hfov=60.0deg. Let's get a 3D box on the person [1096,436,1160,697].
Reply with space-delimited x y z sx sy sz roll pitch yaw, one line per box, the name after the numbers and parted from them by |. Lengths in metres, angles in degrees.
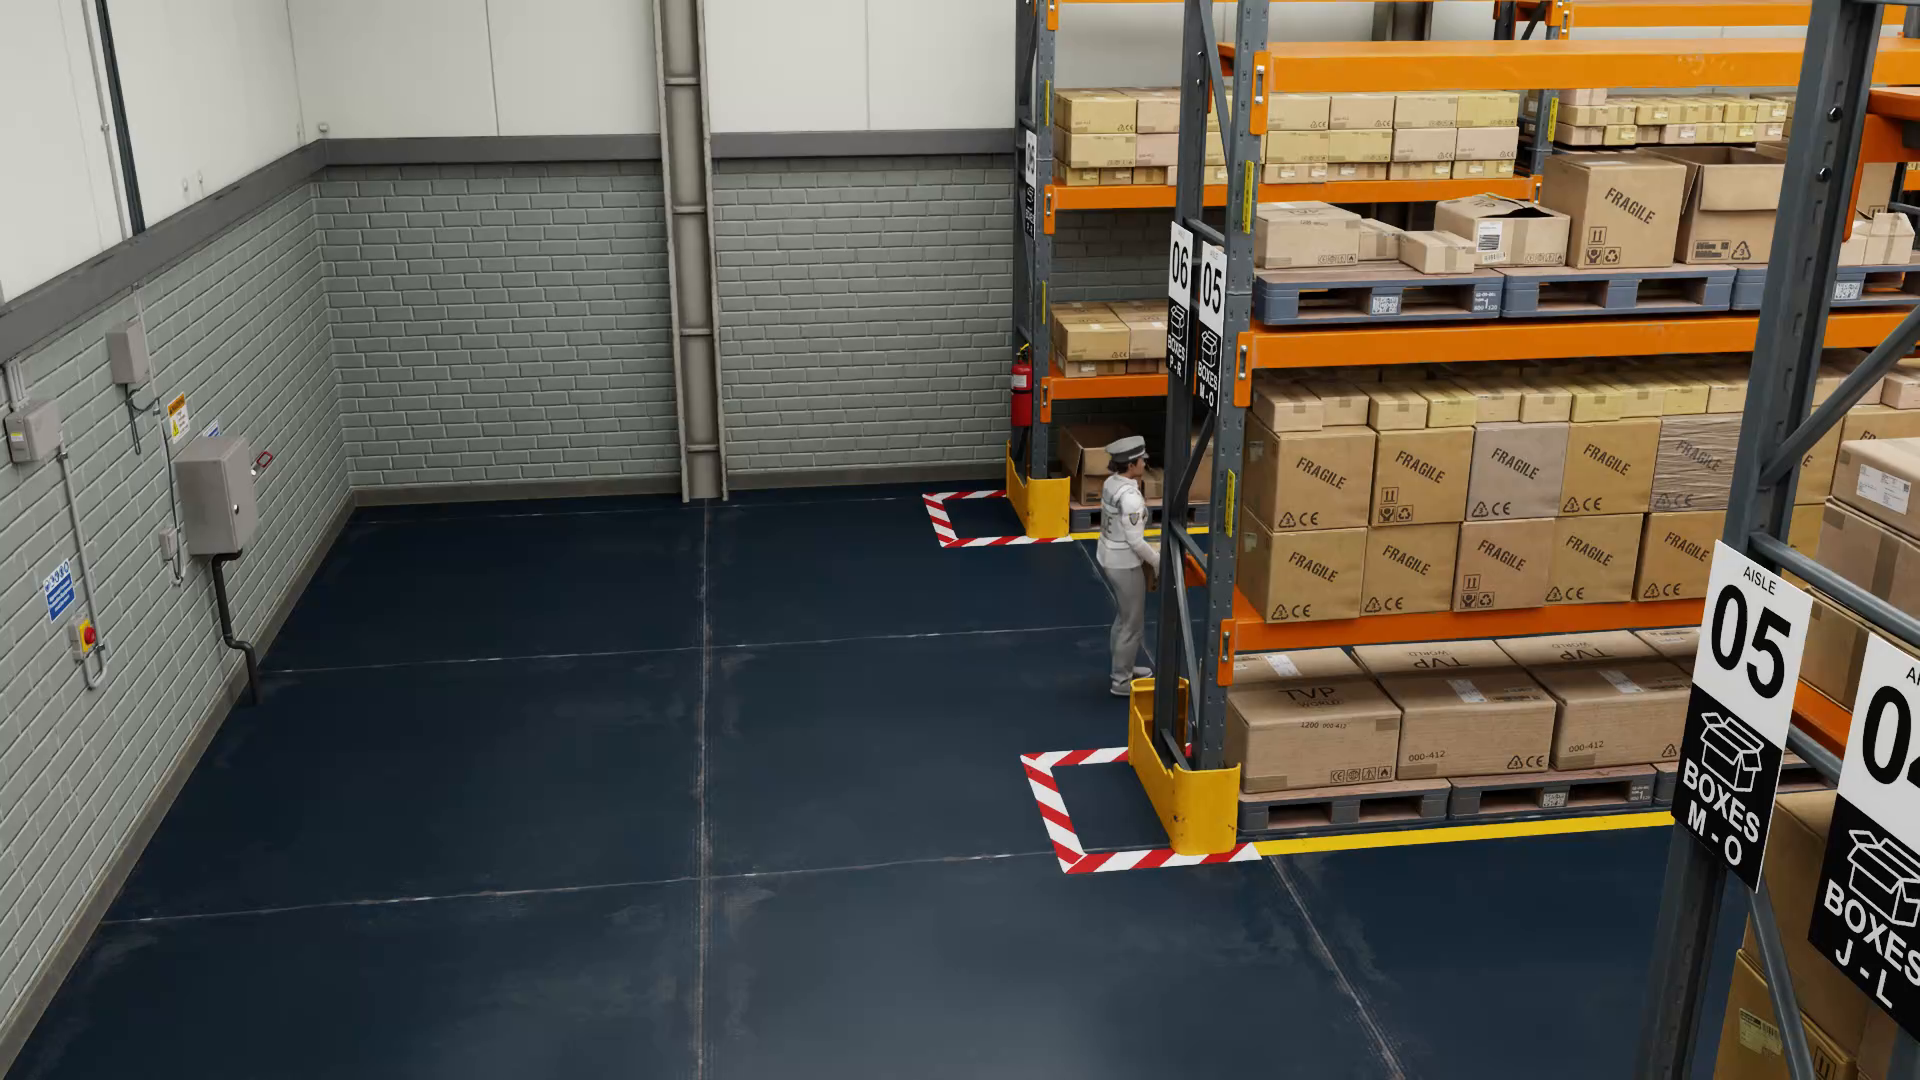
1.092 0.154 10.618 0.425 1.686 0.498 -3 20 -9 | person
